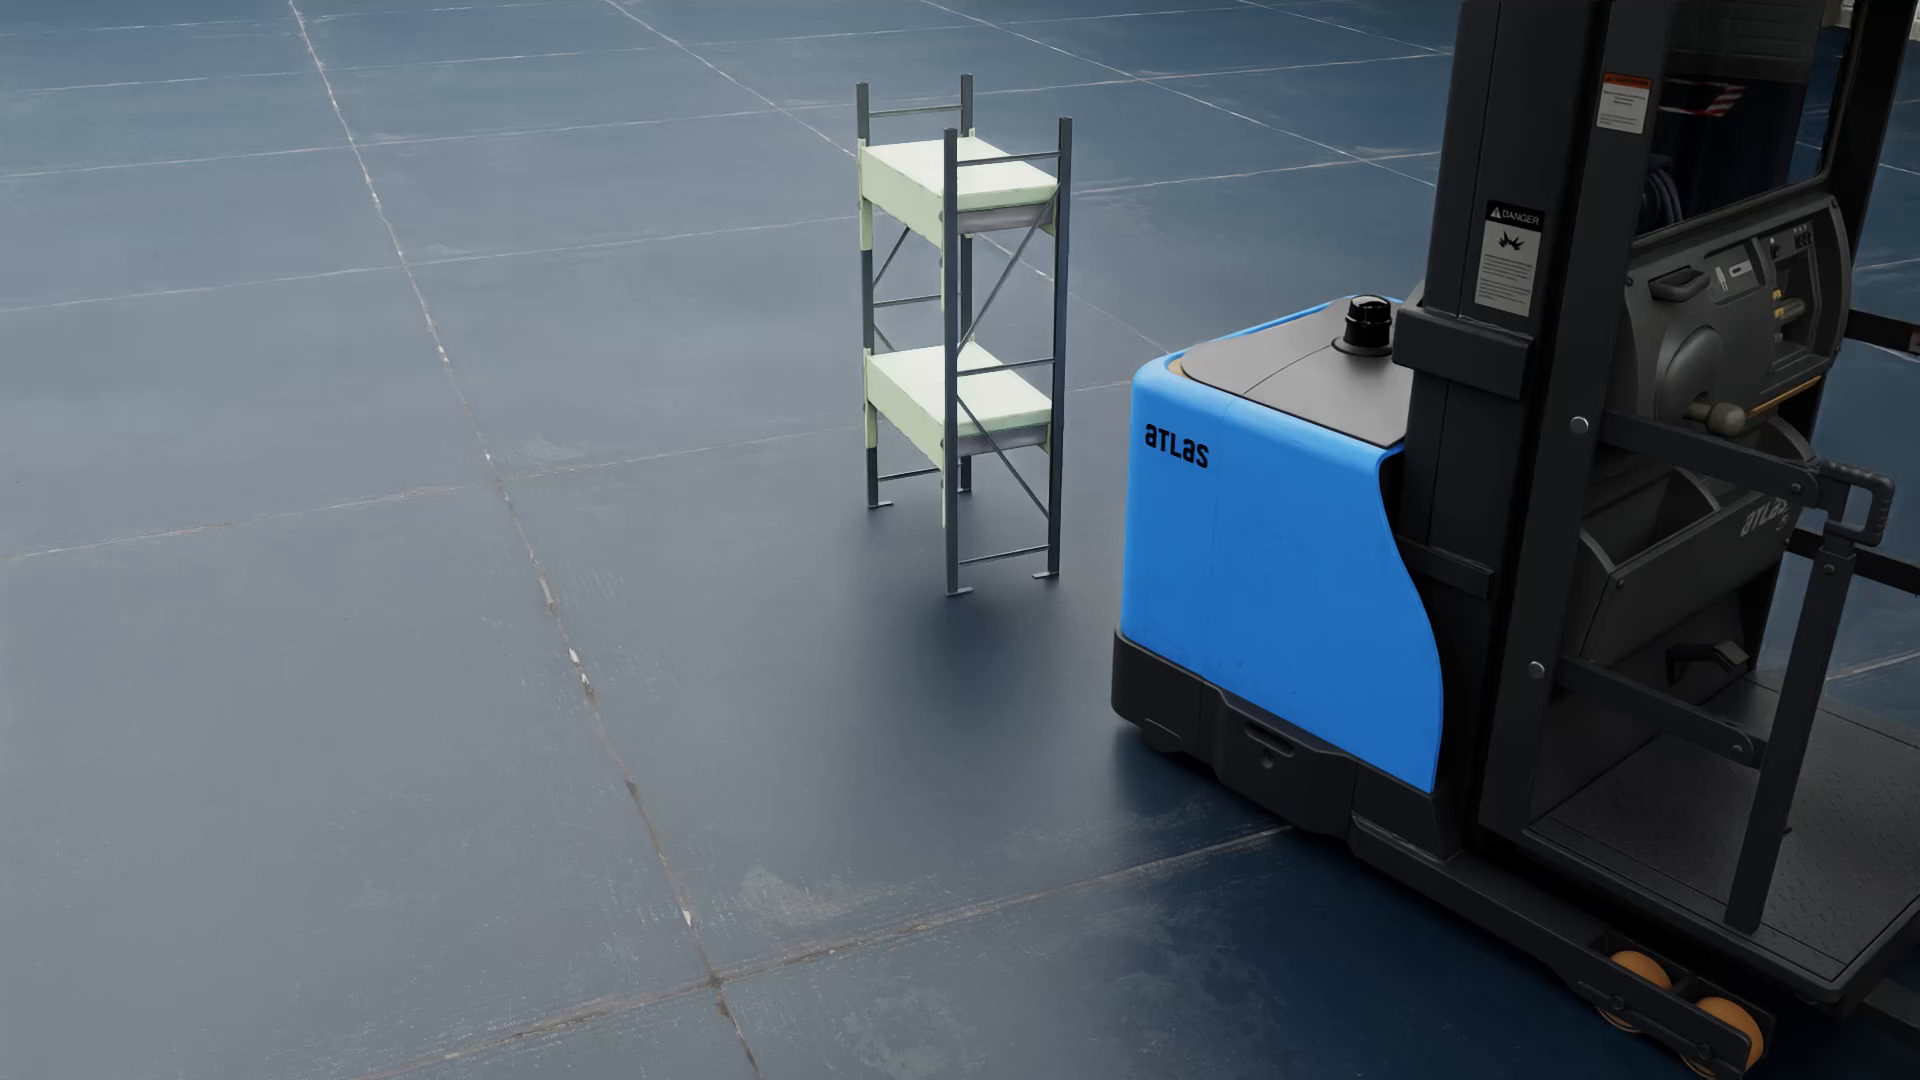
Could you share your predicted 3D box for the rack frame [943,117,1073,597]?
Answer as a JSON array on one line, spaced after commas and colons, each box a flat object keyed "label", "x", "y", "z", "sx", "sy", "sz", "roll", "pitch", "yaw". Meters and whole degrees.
[{"label": "rack frame", "x": 0.141, "y": -0.529, "z": 5.124, "sx": 0.400, "sy": 1.500, "sz": 0.023, "roll": -11, "pitch": 28, "yaw": -21}]

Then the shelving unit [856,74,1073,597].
[{"label": "shelving unit", "x": -0.003, "y": -0.677, "z": 5.426, "sx": 0.431, "sy": 1.500, "sz": 0.755, "roll": -11, "pitch": 28, "yaw": -21}]

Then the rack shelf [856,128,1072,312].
[{"label": "rack shelf", "x": -0.003, "y": -1.027, "z": 5.255, "sx": 0.431, "sy": 0.370, "sz": 0.720, "roll": -11, "pitch": 28, "yaw": -21}]

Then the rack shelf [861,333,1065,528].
[{"label": "rack shelf", "x": -0.003, "y": -0.384, "z": 5.569, "sx": 0.431, "sy": 0.370, "sz": 0.720, "roll": -11, "pitch": 28, "yaw": -21}]

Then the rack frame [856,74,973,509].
[{"label": "rack frame", "x": -0.146, "y": -0.824, "z": 5.729, "sx": 0.400, "sy": 1.500, "sz": 0.023, "roll": -11, "pitch": 28, "yaw": -21}]

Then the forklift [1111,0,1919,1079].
[{"label": "forklift", "x": 1.767, "y": -0.447, "z": 3.325, "sx": 1.130, "sy": 2.935, "sz": 3.031, "roll": -21, "pitch": 33, "yaw": -36}]

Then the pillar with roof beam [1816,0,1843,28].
[{"label": "pillar with roof beam", "x": 4.101, "y": -8.211, "z": 12.311, "sx": 9.100, "sy": 9.000, "sz": 0.400, "roll": -11, "pitch": 28, "yaw": -21}]
